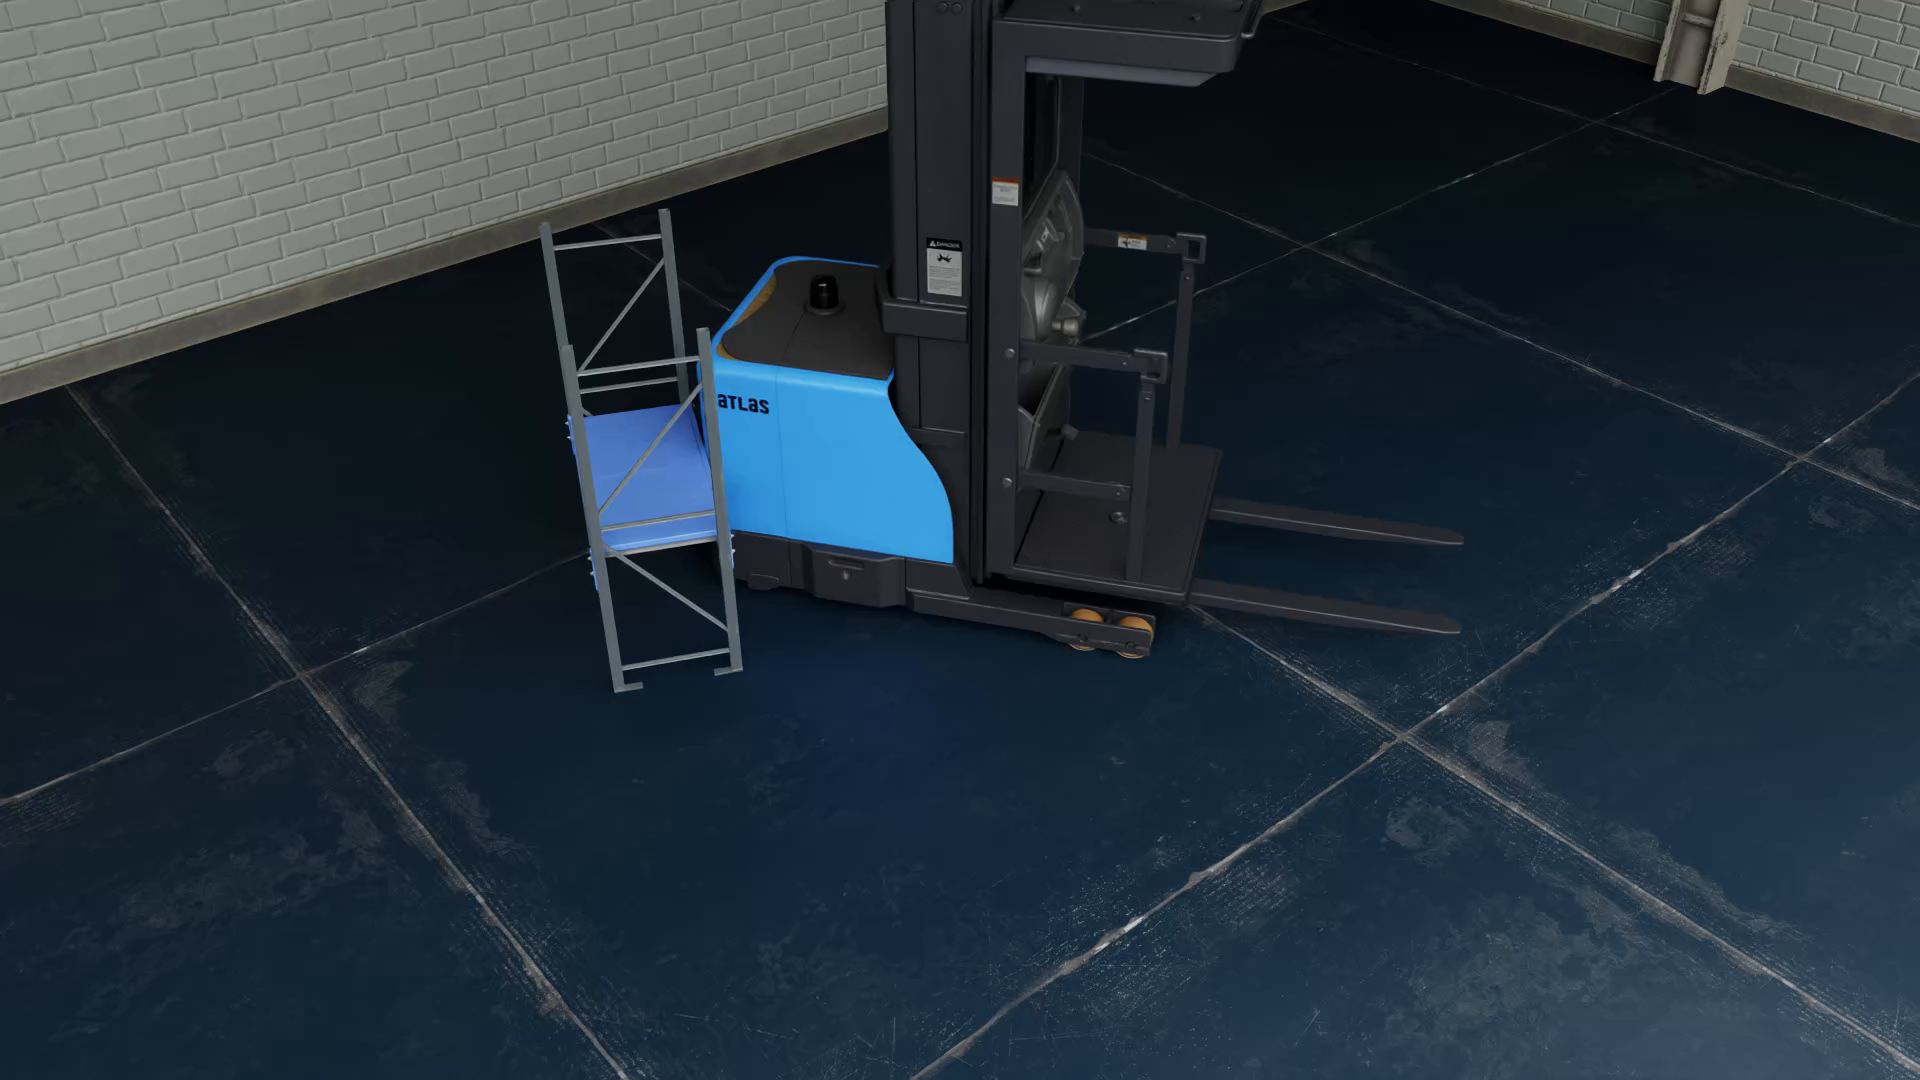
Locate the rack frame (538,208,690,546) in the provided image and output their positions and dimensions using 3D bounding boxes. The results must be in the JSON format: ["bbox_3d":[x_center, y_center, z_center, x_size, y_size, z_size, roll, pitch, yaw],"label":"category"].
[{"bbox_3d":[-1.371,-0.634,6.848,0.500,1.500,0.032,-9,36,-13],"label":"rack frame"}]

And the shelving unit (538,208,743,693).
[{"bbox_3d":[-1.234,-0.351,6.448,0.538,1.500,1.048,-9,36,-13],"label":"shelving unit"}]

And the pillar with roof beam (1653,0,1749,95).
[{"bbox_3d":[1.912,-5.332,6.993,9.100,9.000,0.400,-26,43,-32],"label":"pillar with roof beam"}]

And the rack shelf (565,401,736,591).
[{"bbox_3d":[-1.234,-0.204,6.552,0.538,0.185,1.000,-9,36,-13],"label":"rack shelf"}]

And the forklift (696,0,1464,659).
[{"bbox_3d":[0.538,-1.067,6.221,3.031,2.935,1.130,9,36,12],"label":"forklift"}]

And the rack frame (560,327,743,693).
[{"bbox_3d":[-1.097,-0.068,6.049,0.500,1.500,0.032,-9,36,-13],"label":"rack frame"}]
